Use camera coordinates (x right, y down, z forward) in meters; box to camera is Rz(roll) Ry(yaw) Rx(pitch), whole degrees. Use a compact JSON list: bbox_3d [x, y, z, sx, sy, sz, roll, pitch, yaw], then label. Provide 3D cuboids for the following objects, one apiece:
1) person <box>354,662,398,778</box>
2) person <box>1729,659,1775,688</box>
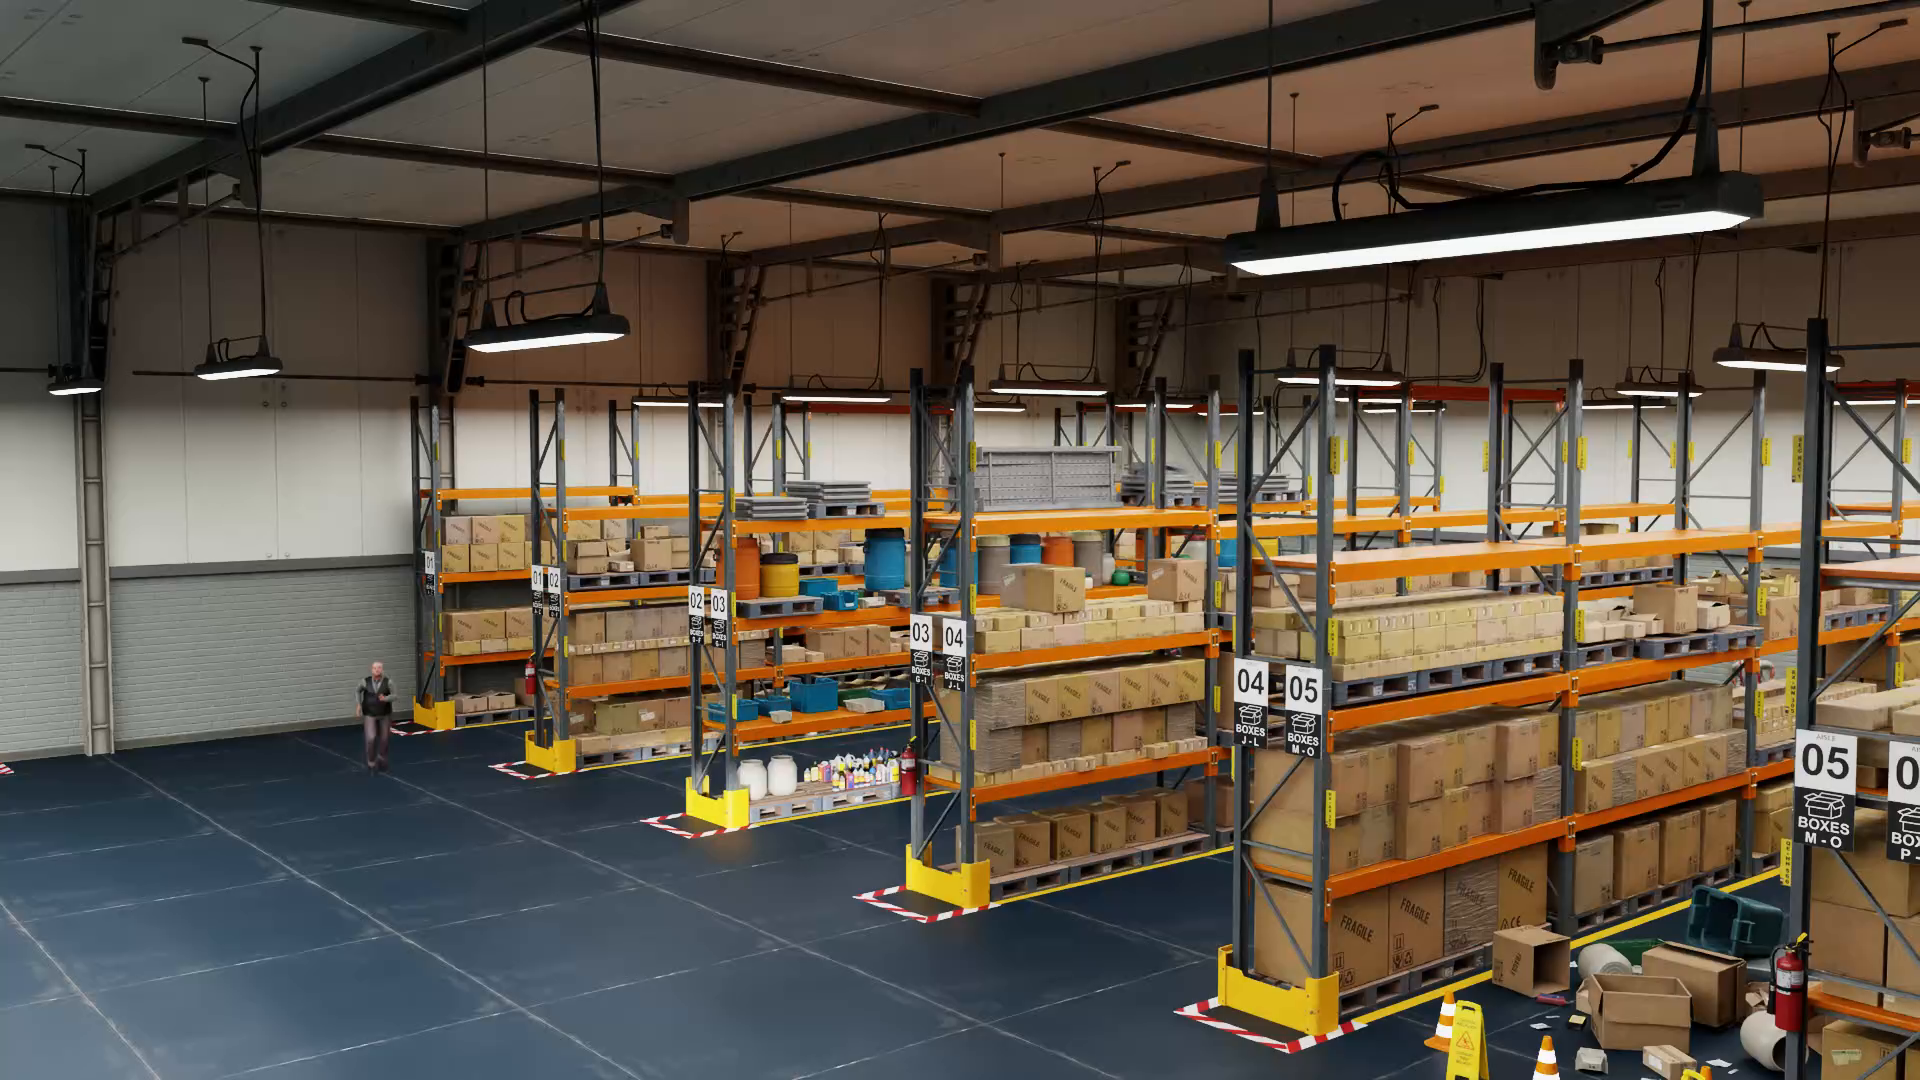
[{"bbox_3d":[-9.072,2.783,25.863,0.617,1.783,0.771,-1,4,-24],"label":"person"},{"bbox_3d":[13.497,2.666,28.351,0.703,1.731,1.057,2,4,32],"label":"person"}]
